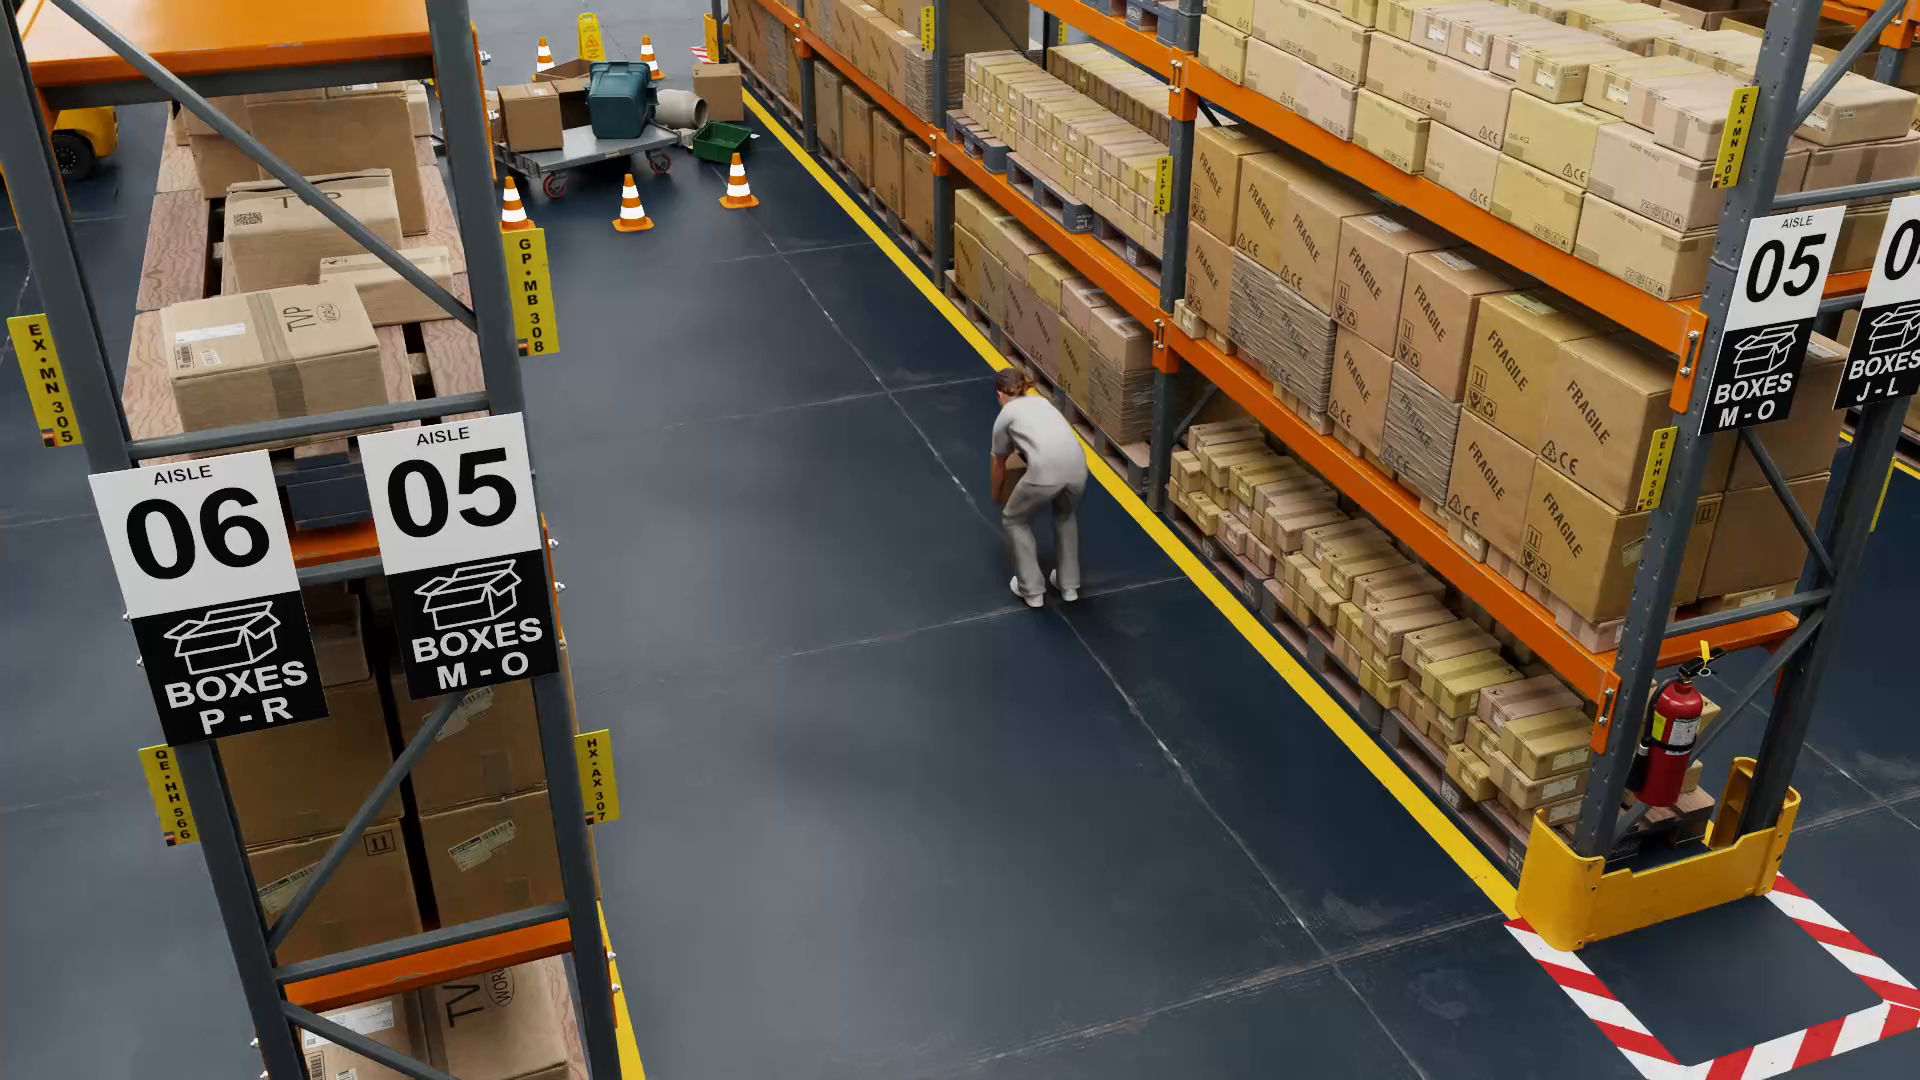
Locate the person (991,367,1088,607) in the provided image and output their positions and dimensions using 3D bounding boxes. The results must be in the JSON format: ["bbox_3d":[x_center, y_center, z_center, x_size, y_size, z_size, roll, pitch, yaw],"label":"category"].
[{"bbox_3d":[0.413,-0.300,9.352,0.437,1.188,0.844,-12,32,-19],"label":"person"}]
